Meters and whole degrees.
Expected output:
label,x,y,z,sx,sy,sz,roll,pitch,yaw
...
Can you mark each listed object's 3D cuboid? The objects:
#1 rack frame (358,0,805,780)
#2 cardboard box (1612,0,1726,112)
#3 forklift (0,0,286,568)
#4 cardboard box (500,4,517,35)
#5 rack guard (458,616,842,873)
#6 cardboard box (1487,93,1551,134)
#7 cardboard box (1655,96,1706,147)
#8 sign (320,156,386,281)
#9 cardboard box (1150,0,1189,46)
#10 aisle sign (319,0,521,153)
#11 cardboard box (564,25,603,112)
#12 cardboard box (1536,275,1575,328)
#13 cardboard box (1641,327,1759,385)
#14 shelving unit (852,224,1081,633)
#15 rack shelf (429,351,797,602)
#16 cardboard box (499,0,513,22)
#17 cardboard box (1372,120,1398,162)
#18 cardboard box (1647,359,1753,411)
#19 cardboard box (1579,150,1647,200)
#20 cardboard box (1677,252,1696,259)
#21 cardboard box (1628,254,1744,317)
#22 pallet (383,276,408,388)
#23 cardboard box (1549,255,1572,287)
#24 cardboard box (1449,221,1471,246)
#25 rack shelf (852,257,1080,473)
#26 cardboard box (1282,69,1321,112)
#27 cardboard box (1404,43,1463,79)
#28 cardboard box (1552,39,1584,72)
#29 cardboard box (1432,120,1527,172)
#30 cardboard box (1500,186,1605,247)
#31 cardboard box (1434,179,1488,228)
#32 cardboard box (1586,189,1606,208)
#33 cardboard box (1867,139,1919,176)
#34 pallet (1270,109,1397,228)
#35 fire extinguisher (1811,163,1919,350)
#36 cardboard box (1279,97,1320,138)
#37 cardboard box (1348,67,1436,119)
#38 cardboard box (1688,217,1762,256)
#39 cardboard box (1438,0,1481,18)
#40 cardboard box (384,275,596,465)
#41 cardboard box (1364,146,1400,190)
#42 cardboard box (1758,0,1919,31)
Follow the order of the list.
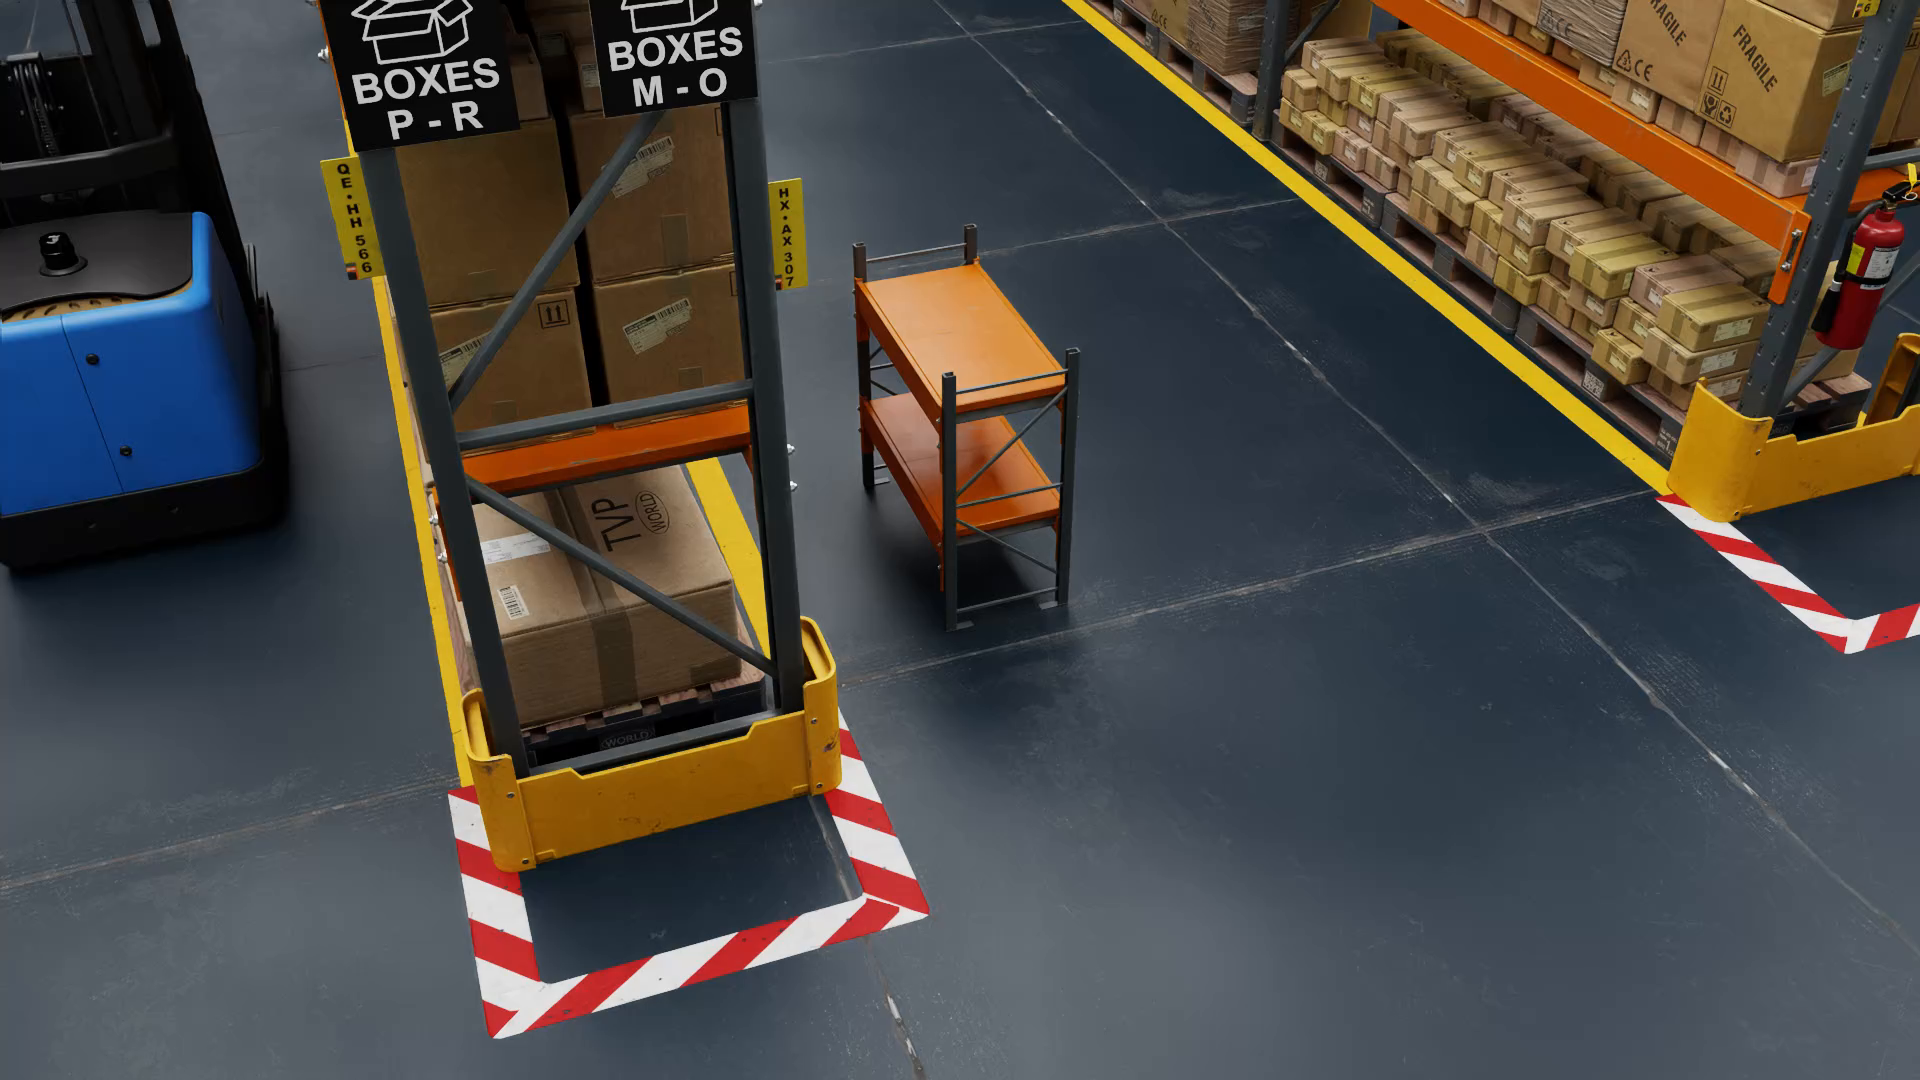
label,x,y,z,sx,sy,sz,roll,pitch,yaw
rack frame,-0.999,-0.350,4.722,1.000,3.000,0.127,-12,39,-16
cardboard box,3.045,-2.084,6.693,0.500,0.500,0.500,-13,39,-17
forklift,-3.777,-1.950,6.903,1.130,2.935,3.031,-13,39,-16
cardboard box,-1.421,-1.348,4.594,0.380,0.149,0.250,-12,39,-15
rack guard,-0.991,0.662,5.456,1.175,0.500,0.348,-12,39,-16
cardboard box,3.017,-2.240,8.756,0.380,0.149,0.250,-14,39,-18
cardboard box,3.085,-1.744,6.781,0.380,0.149,0.250,-13,39,-16
sign,-1.514,-0.803,4.164,0.100,0.325,0.005,-12,39,-16
cardboard box,1.570,-3.517,10.655,0.500,0.500,0.500,-13,39,-17
aisle sign,-1.266,-1.284,3.801,0.394,0.787,0.004,-12,39,-16
cardboard box,-0.862,-1.307,4.538,0.380,0.149,0.250,-12,39,-15
cardboard box,2.946,-1.144,7.796,0.380,0.149,0.250,-12,39,-15
cardboard box,3.164,-0.819,7.118,0.380,0.149,0.250,-13,39,-17
shelving unit,0.002,-0.445,6.407,0.538,1.125,1.048,-12,39,-16
rack shelf,-1.688,-1.193,6.438,1.077,0.370,4.000,-12,39,-16
cardboard box,-1.266,-1.699,5.599,0.500,0.500,0.500,-13,39,-16
cardboard box,2.441,-2.161,8.899,0.380,0.149,0.250,-14,39,-18
cardboard box,3.237,-0.715,7.227,0.380,0.149,0.250,-12,39,-15
cardboard box,3.281,-1.805,8.179,0.380,0.149,0.250,-12,39,-15
cardboard box,3.466,-1.216,7.644,0.380,0.149,0.250,-12,39,-15
cardboard box,3.161,-1.099,7.242,0.380,0.149,0.250,-12,39,-15
pallet,-2.188,-1.050,7.969,1.003,0.211,1.213,-12,39,-16
cardboard box,2.988,-1.285,7.737,0.380,0.149,0.250,-13,39,-16
cardboard box,2.708,-1.592,8.390,0.380,0.149,0.250,-11,38,-15
rack shelf,0.002,-0.679,6.230,0.538,0.278,1.000,-12,39,-16
cardboard box,2.061,-2.569,9.440,0.380,0.149,0.250,-11,38,-14
cardboard box,2.729,-2.675,9.335,0.380,0.149,0.250,-12,39,-15
cardboard box,2.876,-2.203,7.391,0.380,0.149,0.250,-14,39,-18
cardboard box,2.627,-1.980,8.412,0.380,0.149,0.250,-14,39,-18
cardboard box,2.778,-1.519,7.799,0.380,0.149,0.250,-11,38,-14
cardboard box,2.602,-1.701,8.288,0.380,0.149,0.250,-12,39,-15
cardboard box,3.167,-1.658,8.231,0.380,0.149,0.250,-11,38,-14
cardboard box,3.810,-1.583,6.567,0.380,0.149,0.250,-13,39,-16
pallet,2.501,-2.206,9.503,1.003,0.211,1.213,-12,39,-16
fire extinguisher,3.267,-1.015,5.978,0.296,0.674,0.183,-12,39,-16
cardboard box,2.061,-2.449,9.528,0.380,0.149,0.250,-14,39,-18
cardboard box,2.334,-2.420,8.996,0.380,0.149,0.250,-13,39,-17
cardboard box,3.578,-1.365,7.595,0.380,0.149,0.250,-13,39,-16
cardboard box,2.526,-2.630,7.957,0.380,0.149,0.250,-11,38,-14
cardboard box,-1.414,-0.608,4.981,0.500,0.500,0.500,-12,39,-16
cardboard box,2.421,-2.036,8.980,0.380,0.149,0.250,-13,39,-17
cardboard box,3.223,-2.197,6.013,0.500,0.500,0.500,-13,39,-17
